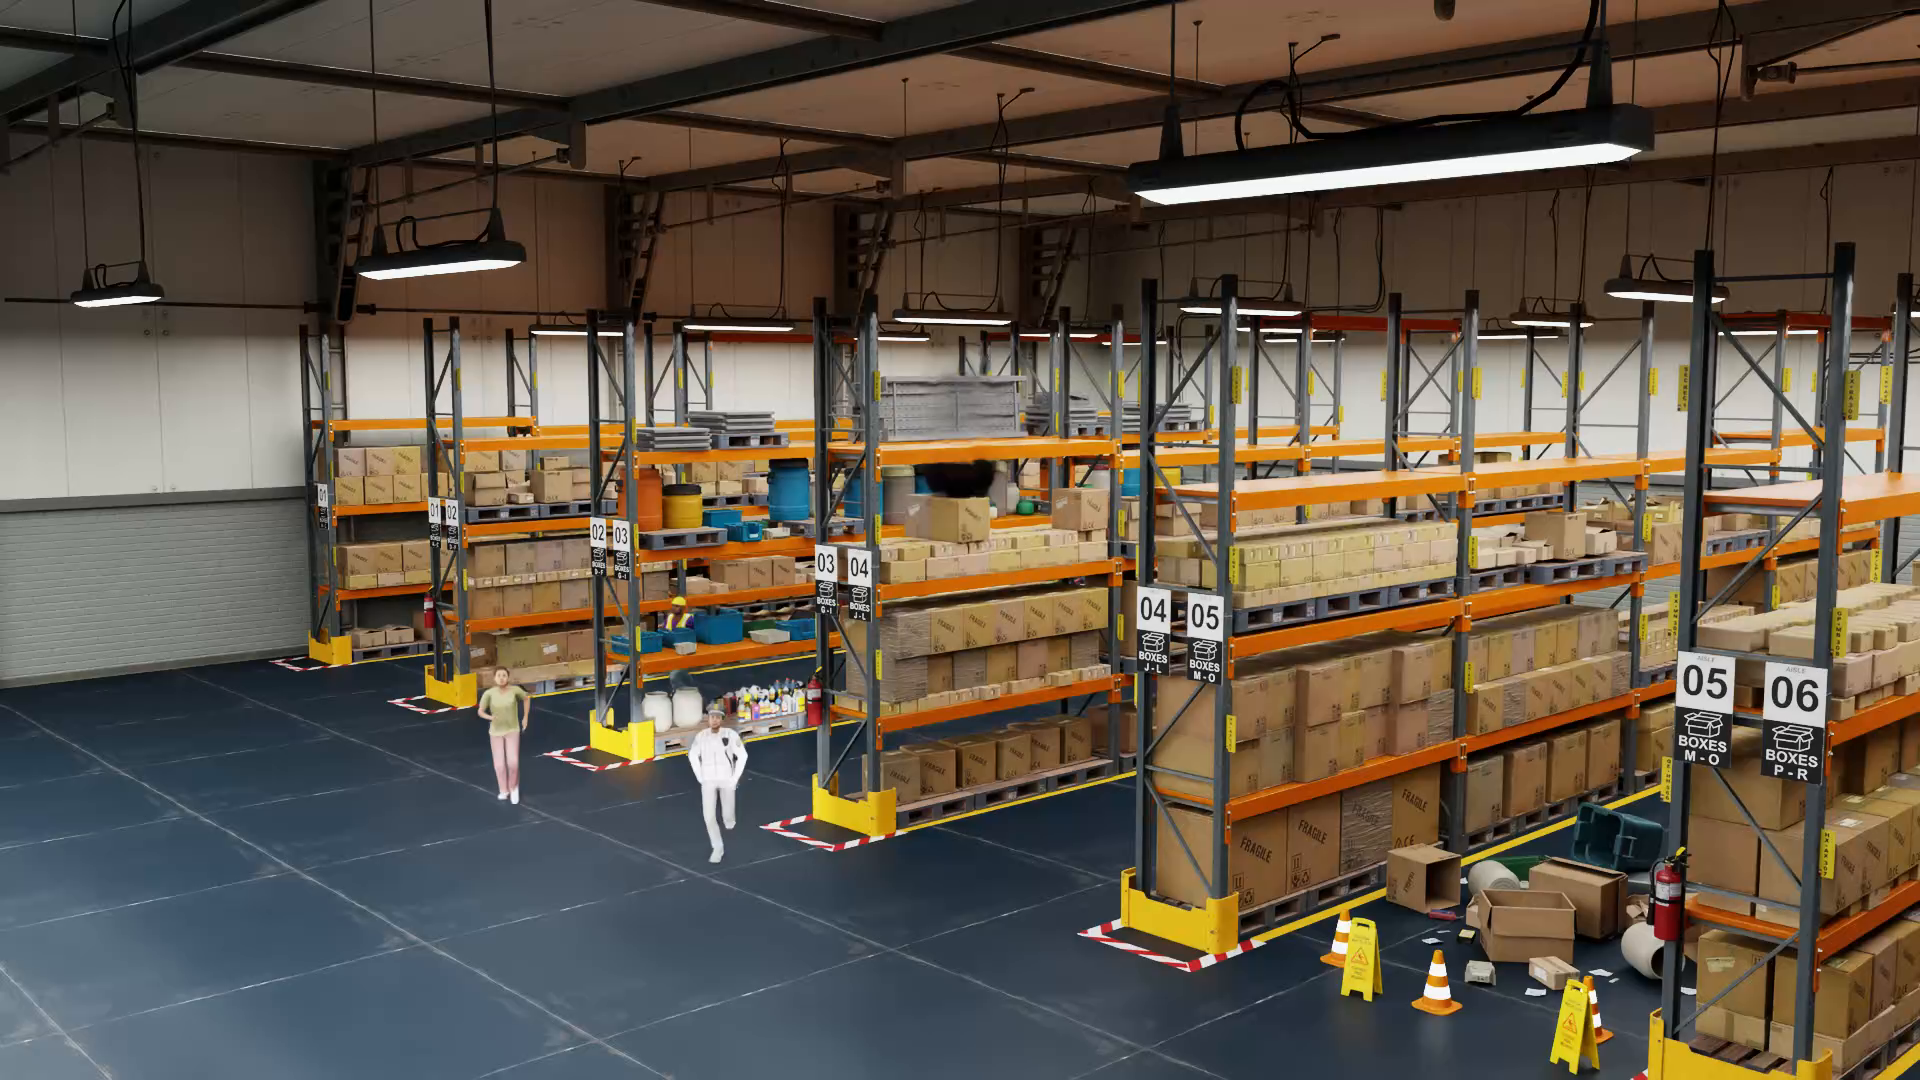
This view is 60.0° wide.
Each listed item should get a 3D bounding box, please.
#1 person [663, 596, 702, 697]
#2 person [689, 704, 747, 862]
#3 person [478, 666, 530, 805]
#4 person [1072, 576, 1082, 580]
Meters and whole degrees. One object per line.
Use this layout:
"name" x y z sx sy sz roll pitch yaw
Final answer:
"person" -4.237 1.756 25.206 0.662 1.835 0.774 5 7 39
"person" -2.598 2.567 17.837 0.632 1.662 0.681 0 6 -3
"person" -5.442 2.330 19.843 0.589 1.678 0.659 -1 6 -11
"person" 2.283 1.157 31.050 0.865 1.853 0.669 -5 8 -40
